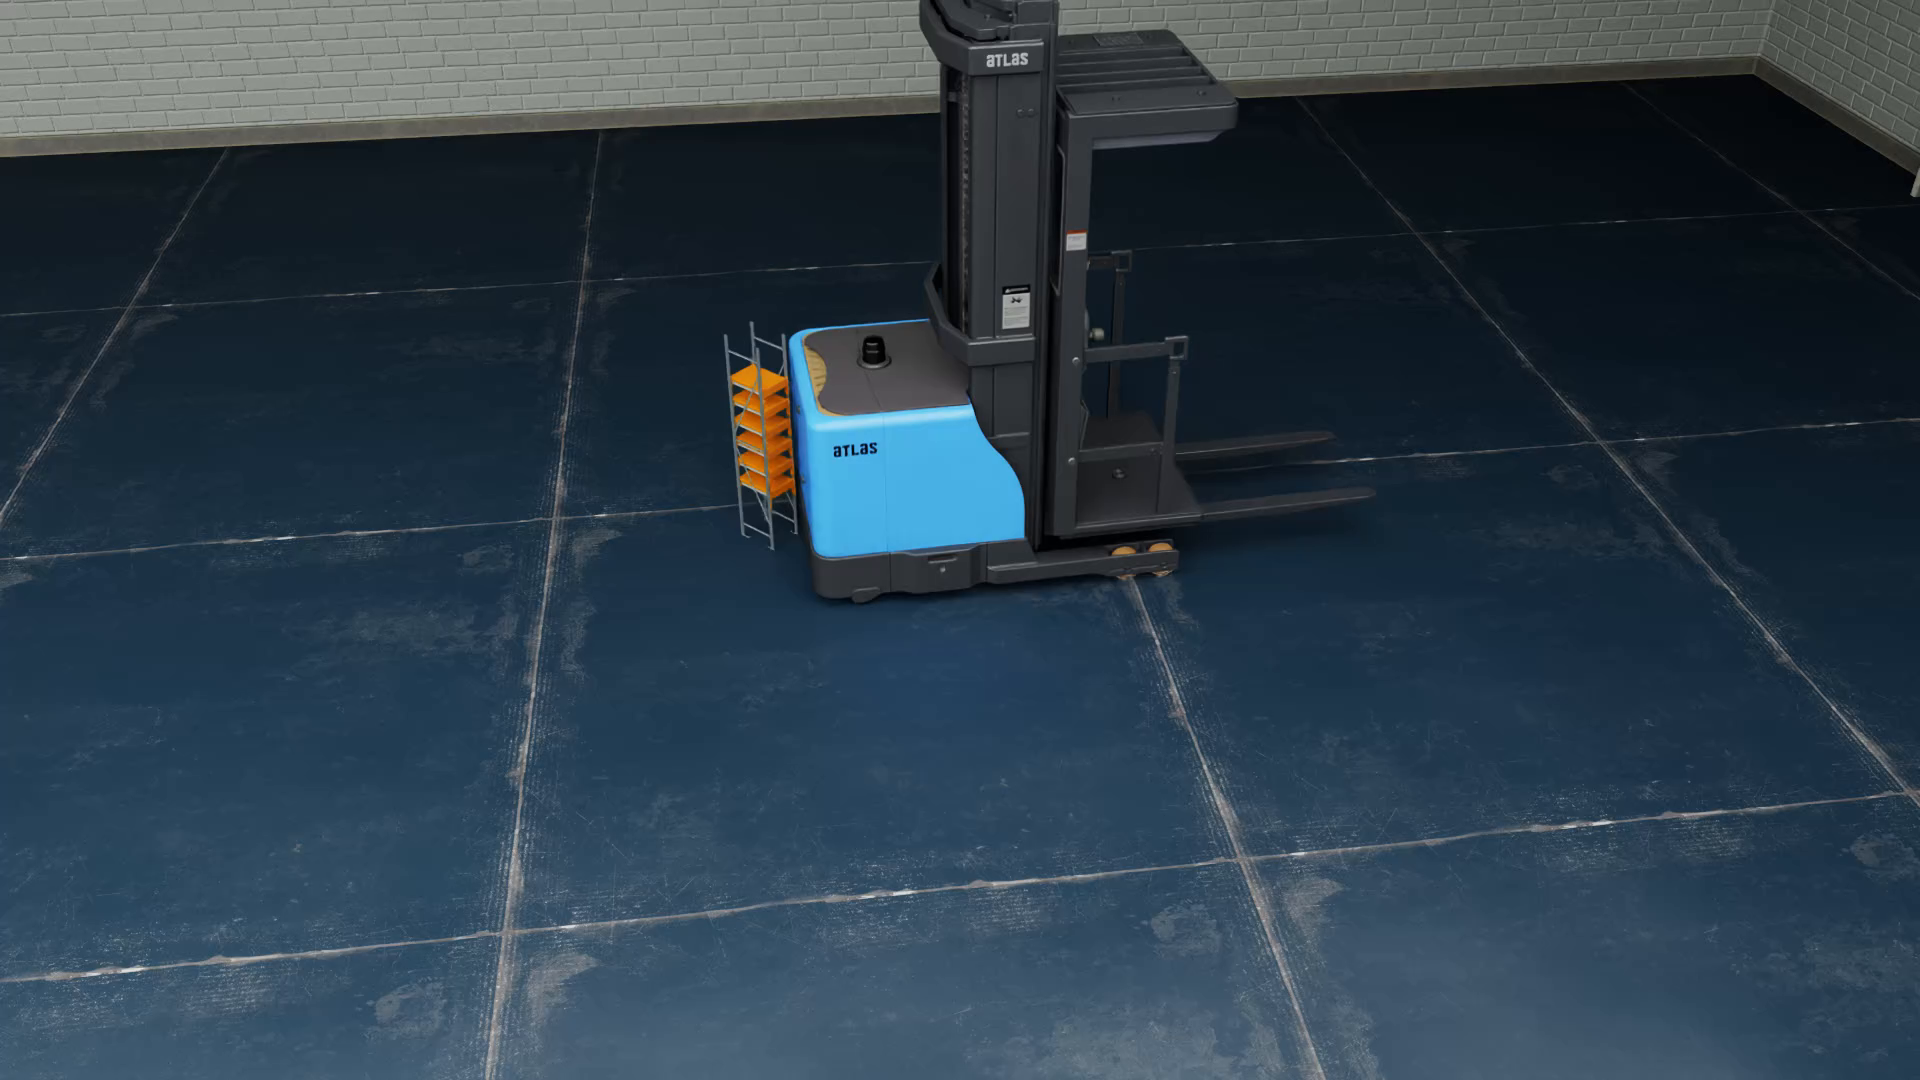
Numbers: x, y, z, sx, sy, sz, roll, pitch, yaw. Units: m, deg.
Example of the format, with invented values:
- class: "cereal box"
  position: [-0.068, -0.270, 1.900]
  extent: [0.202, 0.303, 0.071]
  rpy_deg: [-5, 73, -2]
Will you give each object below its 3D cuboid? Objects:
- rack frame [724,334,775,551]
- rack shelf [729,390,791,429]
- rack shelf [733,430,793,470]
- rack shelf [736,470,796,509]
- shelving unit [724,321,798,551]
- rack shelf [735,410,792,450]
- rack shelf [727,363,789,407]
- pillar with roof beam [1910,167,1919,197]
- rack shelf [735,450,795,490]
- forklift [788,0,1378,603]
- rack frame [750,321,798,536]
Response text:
- class: "rack frame"
  position: [-1.076, -0.481, 8.519]
  extent: [0.240, 1.200, 0.006]
  rpy_deg: [24, 41, 31]
- class: "rack shelf"
  position: [-1.018, -0.683, 8.468]
  extent: [0.258, 0.103, 0.180]
  rpy_deg: [24, 41, 31]
- class: "rack shelf"
  position: [-1.018, -0.484, 8.603]
  extent: [0.258, 0.103, 0.180]
  rpy_deg: [24, 41, 31]
- class: "rack shelf"
  position: [-1.018, -0.286, 8.738]
  extent: [0.258, 0.103, 0.180]
  rpy_deg: [24, 41, 31]
- class: "shelving unit"
  position: [-1.018, -0.521, 8.578]
  extent: [0.258, 1.200, 0.189]
  rpy_deg: [24, 41, 31]
- class: "rack shelf"
  position: [-1.018, -0.583, 8.535]
  extent: [0.258, 0.103, 0.180]
  rpy_deg: [24, 41, 31]
- class: "rack shelf"
  position: [-1.018, -0.782, 8.400]
  extent: [0.258, 0.103, 0.180]
  rpy_deg: [24, 41, 31]
- class: "pillar with roof beam"
  position: [3.213, -5.953, 9.623]
  extent: [9.100, 9.000, 0.400]
  rpy_deg: [-4, 35, -6]
- class: "rack shelf"
  position: [-1.018, -0.385, 8.670]
  extent: [0.258, 0.103, 0.180]
  rpy_deg: [24, 41, 31]
- class: "forklift"
  position: [0.673, -1.296, 8.177]
  extent: [3.031, 2.935, 1.130]
  rpy_deg: [-6, 35, -9]
- class: "rack frame"
  position: [-0.961, -0.561, 8.637]
  extent: [0.240, 1.200, 0.006]
  rpy_deg: [24, 41, 31]
